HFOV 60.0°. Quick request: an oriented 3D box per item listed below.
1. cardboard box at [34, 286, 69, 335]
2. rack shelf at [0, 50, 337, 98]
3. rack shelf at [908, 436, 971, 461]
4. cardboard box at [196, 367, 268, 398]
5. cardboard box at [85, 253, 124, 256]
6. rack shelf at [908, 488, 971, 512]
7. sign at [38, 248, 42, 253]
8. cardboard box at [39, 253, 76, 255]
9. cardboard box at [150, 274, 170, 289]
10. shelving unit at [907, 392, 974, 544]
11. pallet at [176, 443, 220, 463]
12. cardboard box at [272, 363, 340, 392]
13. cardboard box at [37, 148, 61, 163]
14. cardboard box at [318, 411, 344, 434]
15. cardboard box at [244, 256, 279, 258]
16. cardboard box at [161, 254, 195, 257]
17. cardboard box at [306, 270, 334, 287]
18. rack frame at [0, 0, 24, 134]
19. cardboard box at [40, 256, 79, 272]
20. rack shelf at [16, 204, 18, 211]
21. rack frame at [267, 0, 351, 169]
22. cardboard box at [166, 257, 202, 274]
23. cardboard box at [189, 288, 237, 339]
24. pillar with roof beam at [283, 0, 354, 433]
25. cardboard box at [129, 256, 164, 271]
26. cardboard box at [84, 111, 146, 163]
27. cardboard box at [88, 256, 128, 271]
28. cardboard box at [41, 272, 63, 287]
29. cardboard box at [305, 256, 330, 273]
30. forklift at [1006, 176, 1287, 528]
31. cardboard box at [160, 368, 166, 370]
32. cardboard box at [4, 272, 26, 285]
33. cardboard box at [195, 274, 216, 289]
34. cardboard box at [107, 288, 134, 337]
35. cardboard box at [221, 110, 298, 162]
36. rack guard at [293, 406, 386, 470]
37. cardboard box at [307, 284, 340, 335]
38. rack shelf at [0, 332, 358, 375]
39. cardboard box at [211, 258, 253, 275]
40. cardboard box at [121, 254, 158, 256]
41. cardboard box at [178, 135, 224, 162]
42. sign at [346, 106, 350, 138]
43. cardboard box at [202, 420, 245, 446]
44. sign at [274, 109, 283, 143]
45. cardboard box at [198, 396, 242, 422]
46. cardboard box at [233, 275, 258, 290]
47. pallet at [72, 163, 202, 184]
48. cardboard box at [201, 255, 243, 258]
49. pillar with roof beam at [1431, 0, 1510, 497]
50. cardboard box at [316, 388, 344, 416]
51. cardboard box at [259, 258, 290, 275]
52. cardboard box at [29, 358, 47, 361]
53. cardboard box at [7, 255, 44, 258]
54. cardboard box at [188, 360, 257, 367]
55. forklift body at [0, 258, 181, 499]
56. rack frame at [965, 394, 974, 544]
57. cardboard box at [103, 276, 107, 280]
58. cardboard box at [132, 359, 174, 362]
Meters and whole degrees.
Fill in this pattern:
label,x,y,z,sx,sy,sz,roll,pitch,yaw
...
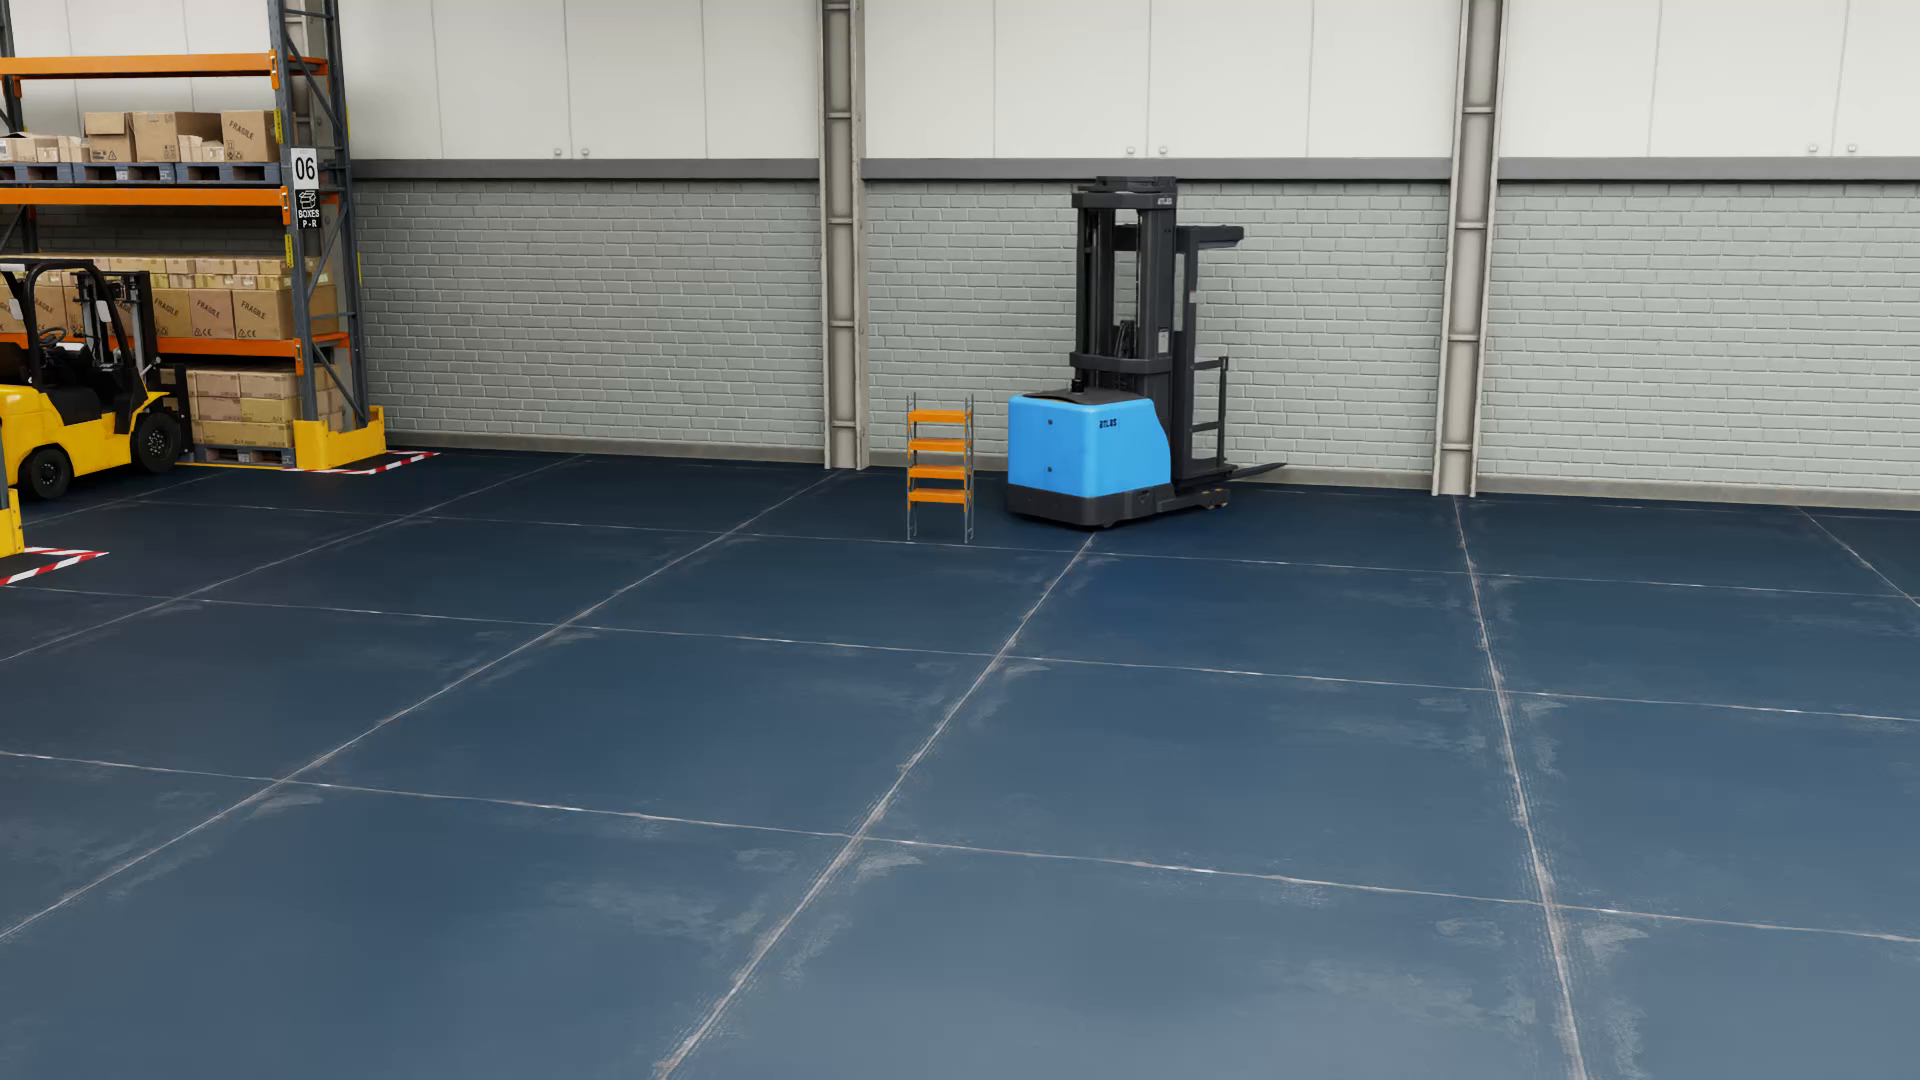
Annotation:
label,x,y,z,sx,sy,sz,roll,pitch,yaw
cardboard box,-9.532,-2.461,17.669,0.500,0.500,0.500,3,13,15
rack shelf,-8.468,-4.792,17.141,4.000,0.370,1.077,3,13,14
rack shelf,-0.161,-0.747,13.609,0.480,0.148,0.258,3,13,14
cardboard box,-7.545,-1.640,17.271,0.500,0.250,0.500,3,13,15
cardboard box,-9.275,-3.039,18.089,0.250,0.149,0.380,3,13,12
rack shelf,-0.161,-0.335,13.700,0.480,0.148,0.258,3,13,14
sign,-10.278,-3.091,18.561,0.005,0.325,0.100,3,13,14
cardboard box,-9.794,-3.049,18.137,0.250,0.149,0.380,3,13,12
cardboard box,-8.181,-2.692,17.213,0.250,0.149,0.380,3,13,14
shelving unit,-0.161,-0.594,13.642,0.503,1.200,0.258,3,13,14
pallet,-8.459,-1.039,17.930,1.213,0.211,1.003,3,13,14
cardboard box,-6.947,-1.721,17.637,0.500,0.250,0.500,3,13,13
cardboard box,-9.301,-3.982,17.210,0.250,0.149,0.380,3,13,15
cardboard box,-6.956,-1.235,17.754,0.500,0.250,0.500,3,13,14
cardboard box,-7.307,-2.910,17.510,0.250,0.149,0.380,3,13,15
cardboard box,-8.296,-2.965,17.758,0.250,0.149,0.380,3,13,14
cardboard box,-6.793,-2.743,17.445,0.250,0.149,0.380,3,13,12
rack frame,-10.410,-5.442,17.487,0.127,3.000,1.000,3,13,14
cardboard box,-9.420,-2.904,17.483,0.250,0.149,0.380,3,13,15
rack shelf,-12.351,-3.730,18.358,4.000,0.370,1.077,3,13,14
rack frame,-6.526,-5.235,16.551,0.127,3.000,1.000,3,13,14
cardboard box,-7.935,-2.824,17.120,0.250,0.149,0.380,3,13,15
cardboard box,-7.568,-2.354,17.187,0.500,0.500,0.500,3,13,15
pillar with roof beam,-8.018,-4.555,13.488,0.400,9.000,9.100,3,13,14
cardboard box,-8.415,-2.869,17.325,0.250,0.149,0.380,3,13,14
cardboard box,-8.544,-4.159,17.189,0.637,0.503,0.797,3,13,15
cardboard box,-8.901,-2.895,17.442,0.250,0.149,0.380,3,13,13
cardboard box,-9.430,-2.758,17.510,0.250,0.149,0.380,3,13,15
cardboard box,-6.801,-2.879,17.369,0.250,0.149,0.380,3,13,12
forklift,1.821,-1.777,14.976,3.031,2.935,1.130,-12,17,-42
cardboard box,-8.527,-1.692,17.505,0.500,0.250,0.500,3,13,12
cardboard box,-9.911,-2.794,17.673,0.250,0.149,0.380,3,13,15
cardboard box,-7.660,-2.679,17.155,0.250,0.149,0.380,3,13,13
cardboard box,-8.557,-2.404,17.413,0.500,0.500,0.500,3,13,14
cardboard box,-7.014,-4.045,16.682,0.500,0.500,0.500,3,13,15
rack guard,-6.503,-1.084,17.466,0.348,0.500,1.175,3,13,14
cardboard box,-6.941,-2.439,17.570,0.500,0.500,0.500,3,13,15
rack shelf,-8.468,-2.058,17.747,4.000,0.370,1.077,3,13,14
cardboard box,-7.432,-2.805,17.036,0.250,0.149,0.380,3,13,15
cardboard box,-8.792,-2.998,17.905,0.250,0.149,0.380,3,13,13
cardboard box,-7.650,-3.951,16.800,0.258,0.266,0.396,3,13,14
sign,-6.387,-4.352,17.298,0.005,0.325,0.100,3,13,14
cardboard box,-7.539,-1.154,17.389,0.500,0.250,0.500,3,13,14
sign,-6.670,-4.050,16.278,0.005,0.325,0.100,3,13,14
cardboard box,-7.558,-1.400,17.344,0.500,0.250,0.500,3,13,13
cardboard box,-7.185,-2.637,16.967,0.250,0.149,0.380,3,13,14
pallet,-8.395,-3.832,17.359,1.213,0.211,1.003,3,13,14
cardboard box,-7.805,-2.935,17.620,0.250,0.149,0.380,3,13,15
pillar with roof beam,3.633,-3.932,10.681,0.400,9.000,9.100,3,13,14
cardboard box,-6.933,-1.481,17.706,0.500,0.250,0.500,3,13,15
cardboard box,-6.924,-2.791,16.972,0.250,0.149,0.380,3,13,14
cardboard box,-9.885,-1.879,18.349,0.500,0.250,0.500,3,13,15
cardboard box,-9.891,-2.954,17.709,0.250,0.149,0.380,3,13,14
cardboard box,-7.916,-1.775,17.878,0.500,0.250,0.500,3,13,13
forklift body,-8.804,-1.606,16.008,1.214,2.155,2.313,3,13,14
rack frame,0.076,-0.582,13.585,0.015,1.200,0.240,3,13,14
cardboard box,-8.927,-2.735,17.405,0.250,0.149,0.380,3,13,12
cardboard box,-8.902,-1.827,18.114,0.500,0.250,0.500,3,13,14
